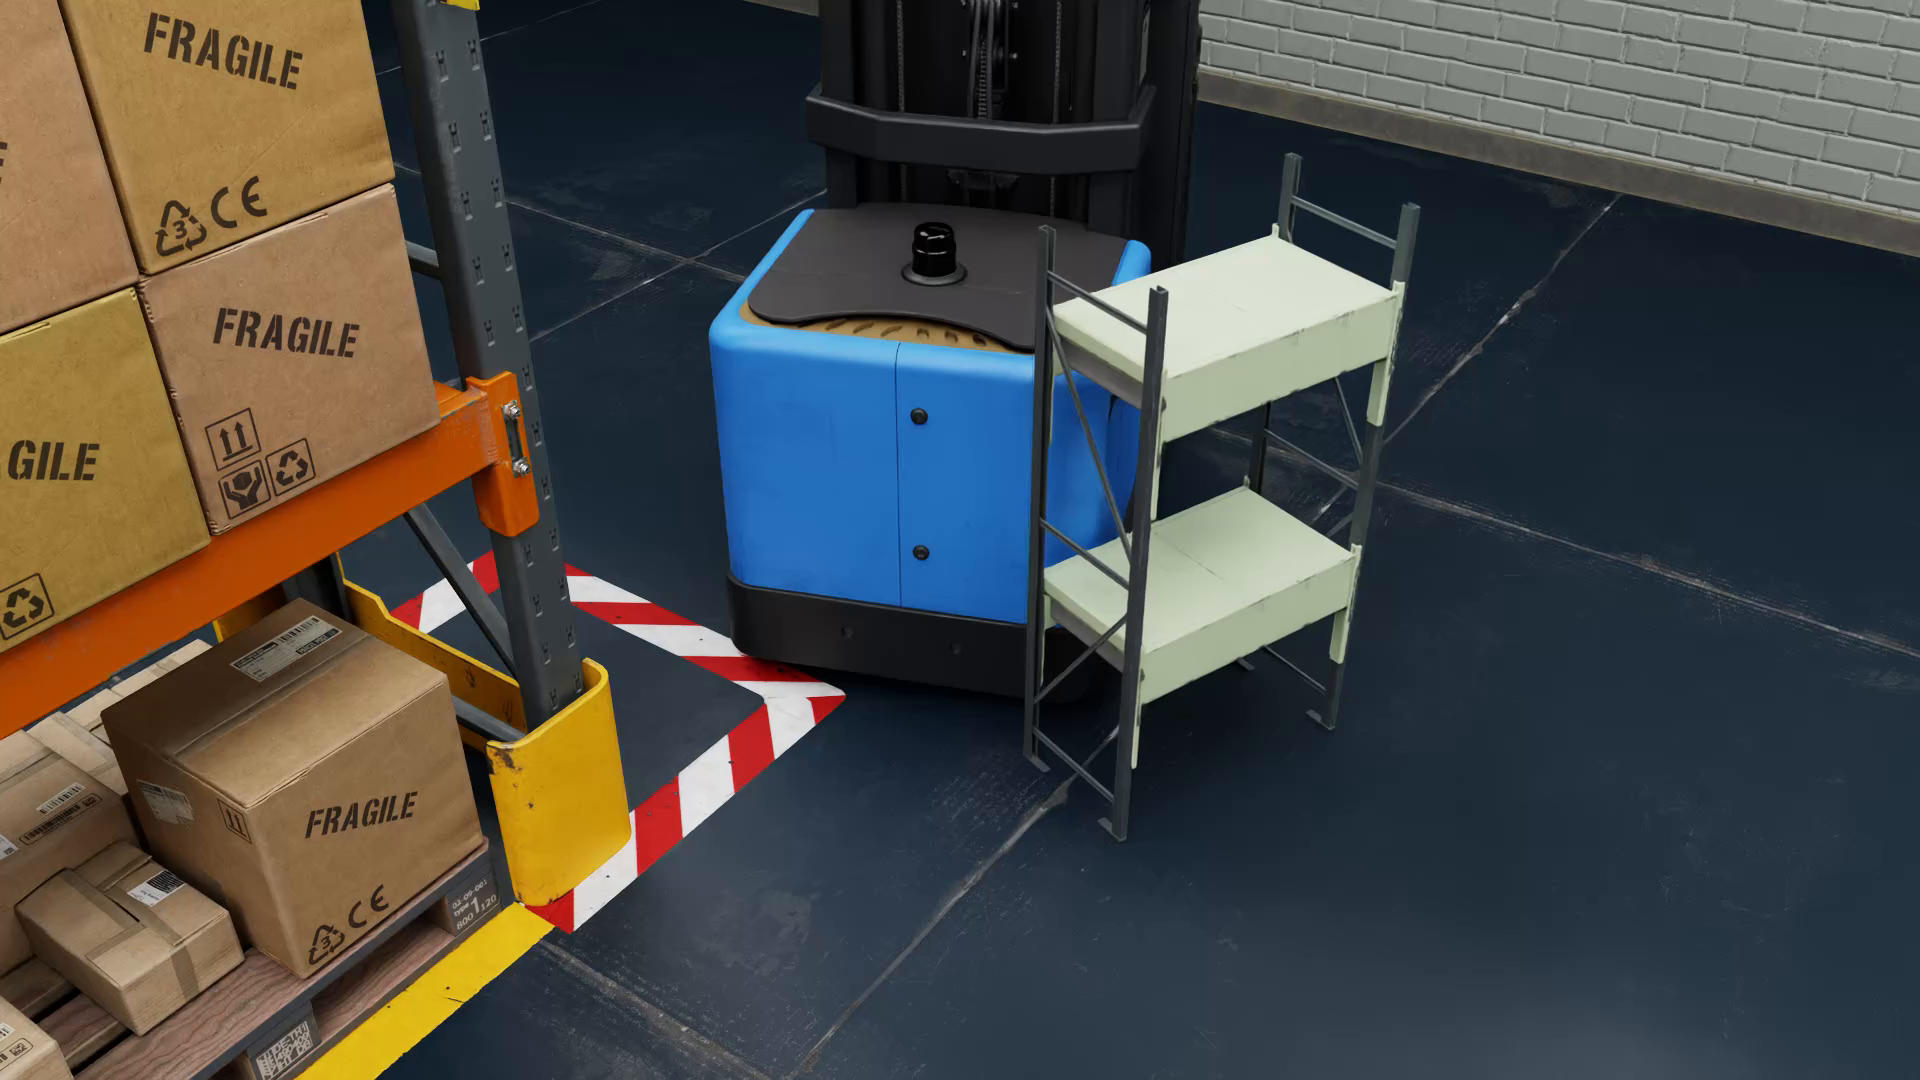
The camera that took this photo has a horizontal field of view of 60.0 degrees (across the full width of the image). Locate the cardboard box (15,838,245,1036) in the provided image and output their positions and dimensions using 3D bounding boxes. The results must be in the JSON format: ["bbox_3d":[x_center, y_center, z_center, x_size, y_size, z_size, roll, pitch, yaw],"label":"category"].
[{"bbox_3d":[-1.743,0.822,3.493,0.380,0.166,0.250,21,39,28],"label":"cardboard box"}]

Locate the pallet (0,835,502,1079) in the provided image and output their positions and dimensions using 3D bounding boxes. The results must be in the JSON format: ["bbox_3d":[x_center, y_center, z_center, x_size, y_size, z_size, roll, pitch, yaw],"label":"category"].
[{"bbox_3d":[-1.828,0.901,3.729,1.003,0.211,1.213,21,39,28],"label":"pallet"}]

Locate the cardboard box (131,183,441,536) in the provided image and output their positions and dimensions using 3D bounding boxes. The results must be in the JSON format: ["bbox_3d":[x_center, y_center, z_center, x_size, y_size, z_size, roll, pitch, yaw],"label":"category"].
[{"bbox_3d":[-1.363,-0.404,3.081,0.500,0.500,0.500,23,40,30],"label":"cardboard box"}]

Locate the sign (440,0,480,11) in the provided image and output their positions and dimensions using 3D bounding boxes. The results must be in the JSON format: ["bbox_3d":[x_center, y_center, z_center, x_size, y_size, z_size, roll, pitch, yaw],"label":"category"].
[{"bbox_3d":[-0.886,-1.080,2.854,0.100,0.325,0.005,21,39,28],"label":"sign"}]

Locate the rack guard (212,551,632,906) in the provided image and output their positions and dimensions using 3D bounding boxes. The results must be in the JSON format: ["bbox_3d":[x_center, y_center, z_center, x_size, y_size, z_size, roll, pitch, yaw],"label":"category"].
[{"bbox_3d":[-1.374,0.414,4.191,1.175,0.500,0.348,21,39,28],"label":"rack guard"}]

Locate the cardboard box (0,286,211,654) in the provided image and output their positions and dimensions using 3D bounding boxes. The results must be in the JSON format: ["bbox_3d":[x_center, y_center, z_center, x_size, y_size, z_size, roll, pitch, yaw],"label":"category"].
[{"bbox_3d":[-1.655,-0.165,2.726,0.500,0.500,0.500,22,40,29],"label":"cardboard box"}]

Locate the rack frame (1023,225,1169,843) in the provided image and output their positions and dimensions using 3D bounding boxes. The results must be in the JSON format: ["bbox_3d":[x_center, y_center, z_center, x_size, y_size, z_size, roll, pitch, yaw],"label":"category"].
[{"bbox_3d":[0.291,0.038,3.855,0.023,1.500,0.400,-22,40,-29],"label":"rack frame"}]

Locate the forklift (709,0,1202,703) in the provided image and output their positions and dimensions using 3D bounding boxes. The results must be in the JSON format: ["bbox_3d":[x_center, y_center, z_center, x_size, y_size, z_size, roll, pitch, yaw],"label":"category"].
[{"bbox_3d":[0.193,-1.596,4.994,1.130,2.935,3.031,8,35,11],"label":"forklift"}]

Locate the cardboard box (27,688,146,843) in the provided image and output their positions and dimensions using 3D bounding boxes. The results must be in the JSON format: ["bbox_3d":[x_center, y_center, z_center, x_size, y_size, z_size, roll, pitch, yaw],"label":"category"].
[{"bbox_3d":[-1.994,0.533,3.920,0.380,0.166,0.250,21,39,28],"label":"cardboard box"}]

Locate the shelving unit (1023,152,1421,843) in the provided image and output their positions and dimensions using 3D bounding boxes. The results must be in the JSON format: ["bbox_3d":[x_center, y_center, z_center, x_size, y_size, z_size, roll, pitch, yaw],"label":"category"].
[{"bbox_3d":[0.590,-0.081,4.030,0.755,1.500,0.431,-22,40,-29],"label":"shelving unit"}]

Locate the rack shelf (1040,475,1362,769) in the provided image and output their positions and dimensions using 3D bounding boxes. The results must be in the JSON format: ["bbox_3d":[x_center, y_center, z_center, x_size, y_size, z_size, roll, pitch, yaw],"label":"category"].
[{"bbox_3d":[0.590,0.189,4.213,0.720,0.370,0.431,-22,40,-29],"label":"rack shelf"}]

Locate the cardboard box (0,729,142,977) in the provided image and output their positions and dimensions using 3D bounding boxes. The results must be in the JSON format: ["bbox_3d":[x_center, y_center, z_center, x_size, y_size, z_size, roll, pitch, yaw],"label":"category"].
[{"bbox_3d":[-2.159,0.690,3.613,0.500,0.250,0.500,21,39,28],"label":"cardboard box"}]

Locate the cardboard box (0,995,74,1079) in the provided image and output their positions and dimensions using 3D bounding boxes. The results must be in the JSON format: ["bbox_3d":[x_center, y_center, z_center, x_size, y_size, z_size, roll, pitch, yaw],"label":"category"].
[{"bbox_3d":[-2.005,1.057,3.071,0.500,0.250,0.500,21,39,28],"label":"cardboard box"}]

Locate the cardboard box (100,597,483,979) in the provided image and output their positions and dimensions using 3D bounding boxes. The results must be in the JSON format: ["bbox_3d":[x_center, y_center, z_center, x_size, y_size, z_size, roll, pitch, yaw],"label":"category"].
[{"bbox_3d":[-1.438,0.526,3.633,0.500,0.500,0.500,21,39,28],"label":"cardboard box"}]

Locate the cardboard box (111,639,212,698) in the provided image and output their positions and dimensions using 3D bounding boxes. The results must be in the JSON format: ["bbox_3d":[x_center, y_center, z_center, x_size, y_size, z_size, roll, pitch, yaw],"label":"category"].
[{"bbox_3d":[-1.852,0.426,4.095,0.380,0.149,0.250,21,39,28],"label":"cardboard box"}]

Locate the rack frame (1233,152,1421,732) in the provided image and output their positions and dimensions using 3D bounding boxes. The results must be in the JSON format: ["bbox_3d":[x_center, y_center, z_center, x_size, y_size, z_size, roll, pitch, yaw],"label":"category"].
[{"bbox_3d":[0.889,-0.199,4.205,0.023,1.500,0.400,-22,40,-29],"label":"rack frame"}]

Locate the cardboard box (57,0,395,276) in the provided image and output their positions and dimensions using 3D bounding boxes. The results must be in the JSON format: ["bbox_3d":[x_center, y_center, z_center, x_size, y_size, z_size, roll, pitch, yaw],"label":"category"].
[{"bbox_3d":[-1.359,-0.819,2.802,0.500,0.500,0.500,21,39,28],"label":"cardboard box"}]

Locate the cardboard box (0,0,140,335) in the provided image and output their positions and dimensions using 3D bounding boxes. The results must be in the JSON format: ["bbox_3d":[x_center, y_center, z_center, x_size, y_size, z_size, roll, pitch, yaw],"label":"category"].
[{"bbox_3d":[-1.646,-0.586,2.457,0.500,0.500,0.500,22,40,29],"label":"cardboard box"}]

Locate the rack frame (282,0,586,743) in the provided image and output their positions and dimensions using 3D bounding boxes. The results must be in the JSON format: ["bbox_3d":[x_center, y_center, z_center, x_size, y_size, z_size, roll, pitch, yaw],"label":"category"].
[{"bbox_3d":[-1.331,-0.656,3.542,1.000,3.000,0.127,21,39,28],"label":"rack frame"}]

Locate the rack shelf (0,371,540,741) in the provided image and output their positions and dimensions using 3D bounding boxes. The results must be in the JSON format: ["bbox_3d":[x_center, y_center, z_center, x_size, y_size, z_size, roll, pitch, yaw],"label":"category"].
[{"bbox_3d":[-2.471,0.562,2.383,1.077,0.370,4.000,21,39,28],"label":"rack shelf"}]

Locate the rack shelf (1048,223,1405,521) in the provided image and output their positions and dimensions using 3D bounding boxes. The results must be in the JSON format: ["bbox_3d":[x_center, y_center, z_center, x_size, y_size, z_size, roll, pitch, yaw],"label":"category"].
[{"bbox_3d":[0.590,-0.404,3.811,0.720,0.370,0.431,-22,40,-29],"label":"rack shelf"}]
